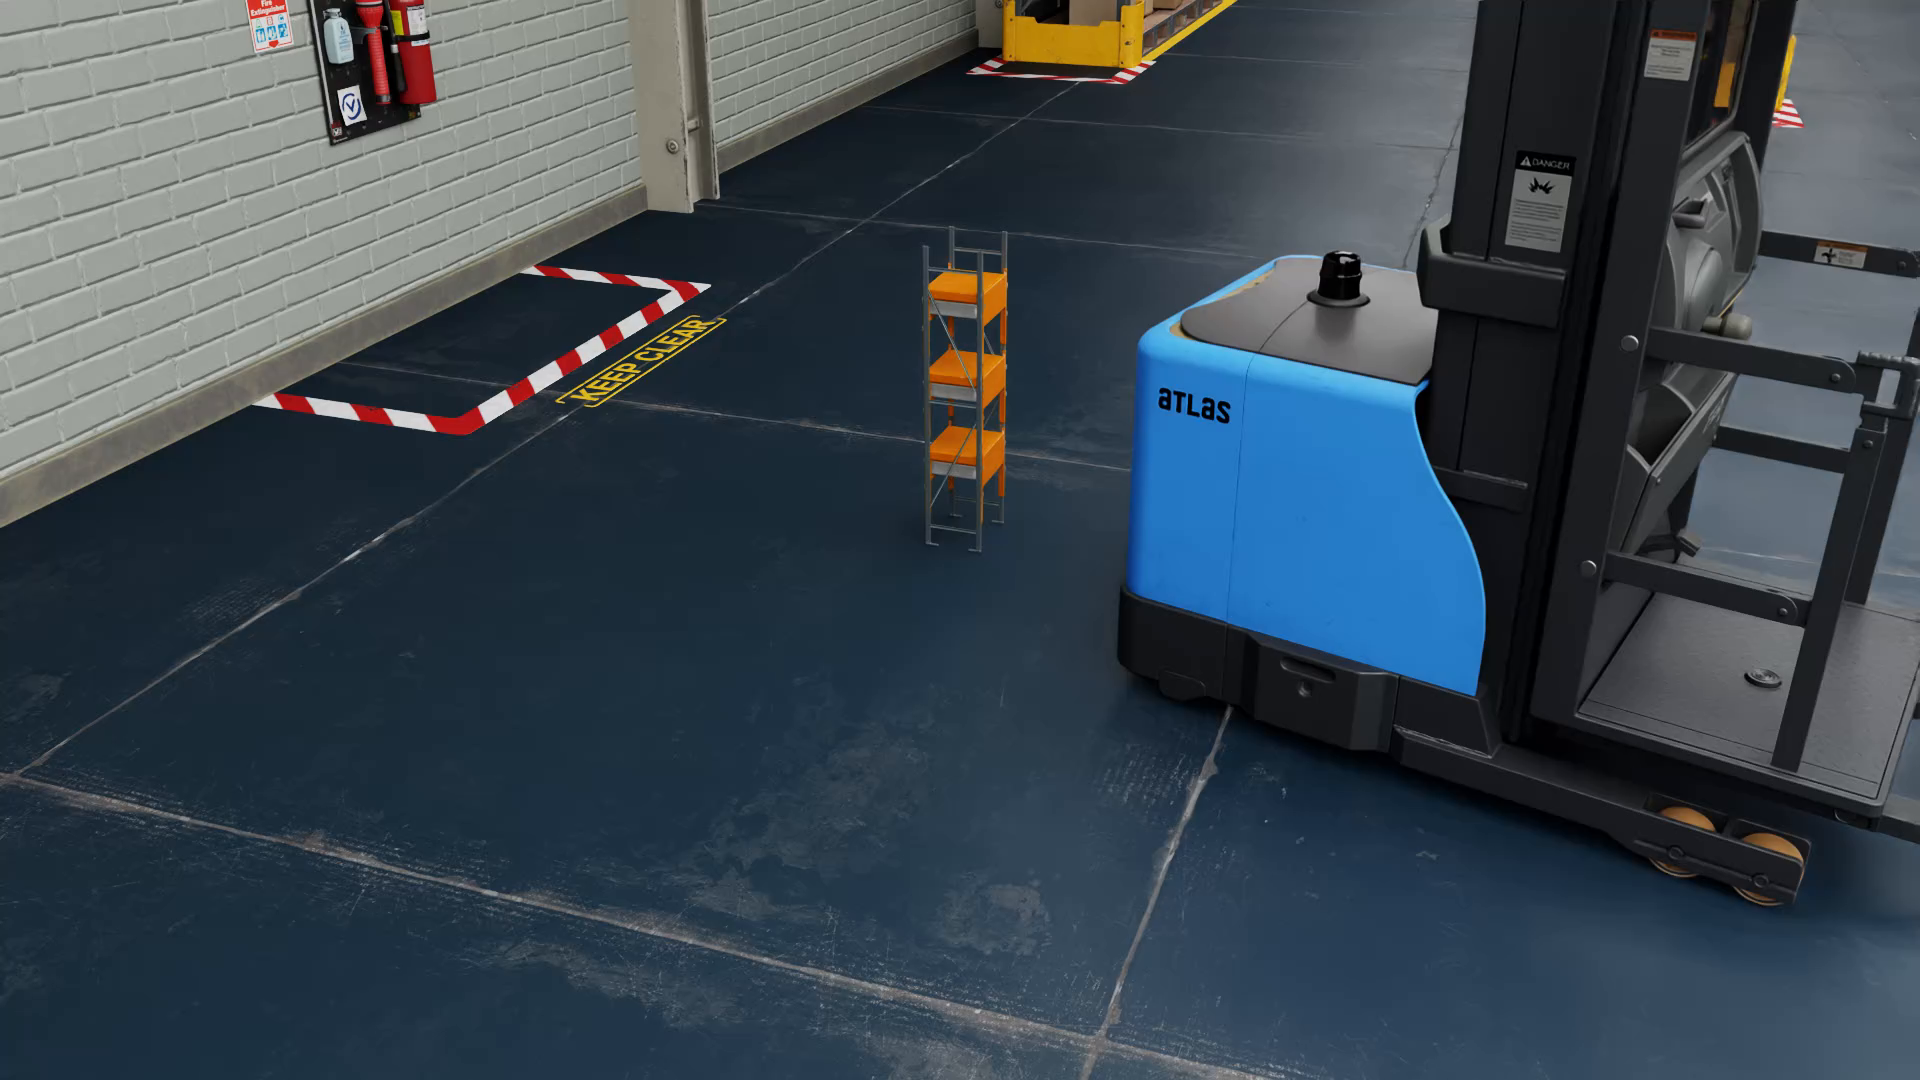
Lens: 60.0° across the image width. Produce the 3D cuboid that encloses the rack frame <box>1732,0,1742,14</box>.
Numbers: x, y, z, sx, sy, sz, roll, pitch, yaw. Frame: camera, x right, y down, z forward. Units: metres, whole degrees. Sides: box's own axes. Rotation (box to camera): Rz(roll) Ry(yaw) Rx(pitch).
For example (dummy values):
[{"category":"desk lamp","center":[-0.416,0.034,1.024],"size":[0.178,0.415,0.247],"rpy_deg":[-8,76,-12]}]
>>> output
[{"category":"rack frame","center":[5.599,-4.691,11.996],"size":[1.000,3.000,0.127],"rpy_deg":[9,27,17]}]

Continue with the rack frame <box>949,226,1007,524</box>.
[{"category":"rack frame","center":[0.058,-0.545,5.670],"size":[0.200,1.050,0.008],"rpy_deg":[9,27,17]}]

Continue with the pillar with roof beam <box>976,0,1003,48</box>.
[{"category":"pillar with roof beam","center":[4.403,-7.897,11.733],"size":[9.100,9.000,0.400],"rpy_deg":[9,27,17]}]

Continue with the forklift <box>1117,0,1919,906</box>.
[{"category":"forklift","center":[1.966,-0.715,3.863],"size":[3.031,2.935,1.130],"rpy_deg":[17,30,30]}]

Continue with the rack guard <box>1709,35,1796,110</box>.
[{"category":"rack guard","center":[5.591,-3.556,12.521],"size":[1.175,0.500,0.348],"rpy_deg":[9,27,17]}]

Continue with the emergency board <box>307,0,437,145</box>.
[{"category":"emergency board","center":[-2.512,-2.345,7.152],"size":[0.194,1.169,0.643],"rpy_deg":[9,27,17]}]

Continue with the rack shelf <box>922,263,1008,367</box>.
[{"category":"rack shelf","center":[0.018,-0.740,5.448],"size":[0.215,0.259,0.240],"rpy_deg":[9,27,17]}]

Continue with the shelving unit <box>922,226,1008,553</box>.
[{"category":"shelving unit","center":[0.018,-0.495,5.567],"size":[0.215,1.050,0.252],"rpy_deg":[9,27,17]}]

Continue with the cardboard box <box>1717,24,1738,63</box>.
[{"category":"cardboard box","center":[5.987,-3.831,12.893],"size":[0.500,0.250,0.500],"rpy_deg":[9,27,17]}]

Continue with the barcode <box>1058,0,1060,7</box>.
[{"category":"barcode","center":[0.870,-4.736,14.661],"size":[0.001,0.075,0.075],"rpy_deg":[9,27,17]}]

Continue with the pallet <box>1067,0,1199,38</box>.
[{"category":"pallet","center":[1.663,-5.012,15.860],"size":[1.003,0.211,1.213],"rpy_deg":[9,27,17]}]

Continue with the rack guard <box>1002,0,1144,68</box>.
[{"category":"rack guard","center":[0.951,-4.314,14.086],"size":[1.175,0.500,0.348],"rpy_deg":[9,27,17]}]

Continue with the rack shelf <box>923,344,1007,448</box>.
[{"category":"rack shelf","center":[0.018,-0.485,5.571],"size":[0.215,0.259,0.240],"rpy_deg":[9,27,17]}]

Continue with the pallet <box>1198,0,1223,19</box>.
[{"category":"pallet","center":[2.067,-5.515,16.899],"size":[1.003,0.211,1.213],"rpy_deg":[9,27,17]}]

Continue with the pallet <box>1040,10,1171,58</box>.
[{"category":"pallet","center":[1.255,-4.513,14.828],"size":[1.003,0.211,1.213],"rpy_deg":[9,27,17]}]

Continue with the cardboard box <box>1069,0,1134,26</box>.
[{"category":"cardboard box","center":[1.241,-4.667,14.527],"size":[0.500,0.311,0.500],"rpy_deg":[6,26,12]}]

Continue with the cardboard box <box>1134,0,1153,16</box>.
[{"category":"cardboard box","center":[1.431,-4.901,15.011],"size":[0.500,0.311,0.500],"rpy_deg":[11,28,22]}]

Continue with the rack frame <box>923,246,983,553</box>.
[{"category":"rack frame","center":[-0.023,-0.444,5.463],"size":[0.200,1.050,0.008],"rpy_deg":[9,27,17]}]

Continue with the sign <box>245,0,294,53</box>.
[{"category":"sign","center":[-2.793,-2.149,6.705],"size":[0.001,0.329,0.234],"rpy_deg":[9,27,17]}]

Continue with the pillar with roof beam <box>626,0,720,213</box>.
[{"category":"pillar with roof beam","center":[2.406,-5.431,6.641],"size":[9.100,9.000,0.400],"rpy_deg":[9,27,17]}]

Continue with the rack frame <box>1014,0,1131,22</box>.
[{"category":"rack frame","center":[0.926,-5.408,13.477],"size":[1.000,3.000,0.127],"rpy_deg":[9,27,17]}]

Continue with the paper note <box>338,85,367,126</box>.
[{"category":"paper note","center":[-2.636,-1.886,7.214],"size":[0.016,0.148,0.142],"rpy_deg":[9,27,17]}]

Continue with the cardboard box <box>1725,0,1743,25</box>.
[{"category":"cardboard box","center":[6.151,-4.374,13.154],"size":[0.500,0.500,0.500],"rpy_deg":[9,27,17]}]

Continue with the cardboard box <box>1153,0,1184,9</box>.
[{"category":"cardboard box","center":[1.722,-5.281,15.578],"size":[0.700,0.500,0.500],"rpy_deg":[7,27,14]}]

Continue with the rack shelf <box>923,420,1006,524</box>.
[{"category":"rack shelf","center":[0.018,-0.235,5.692],"size":[0.215,0.259,0.240],"rpy_deg":[9,27,17]}]
